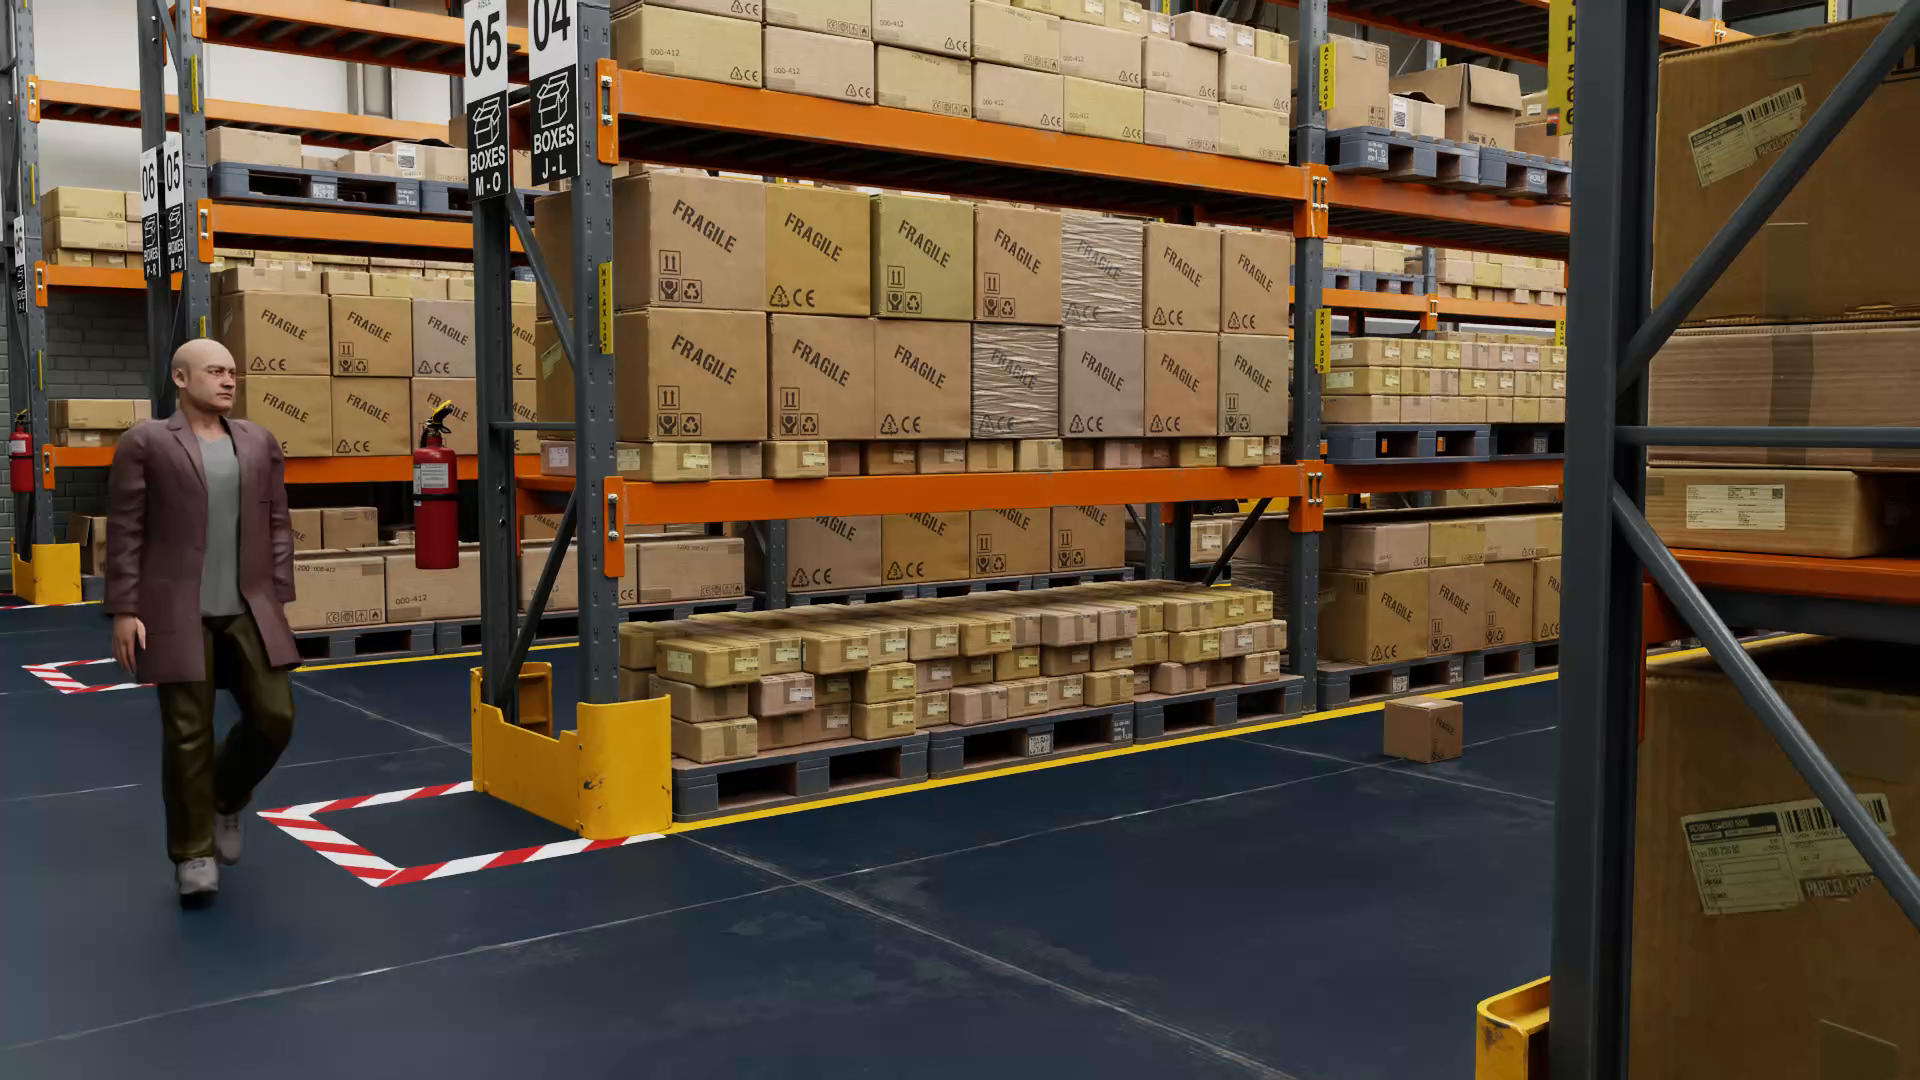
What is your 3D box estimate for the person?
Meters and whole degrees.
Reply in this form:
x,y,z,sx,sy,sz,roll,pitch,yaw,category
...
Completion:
x,y,z,sx,sy,sz,roll,pitch,yaw,category
-2.465,0.231,5.421,0.617,1.764,0.574,-4,5,-41,person
